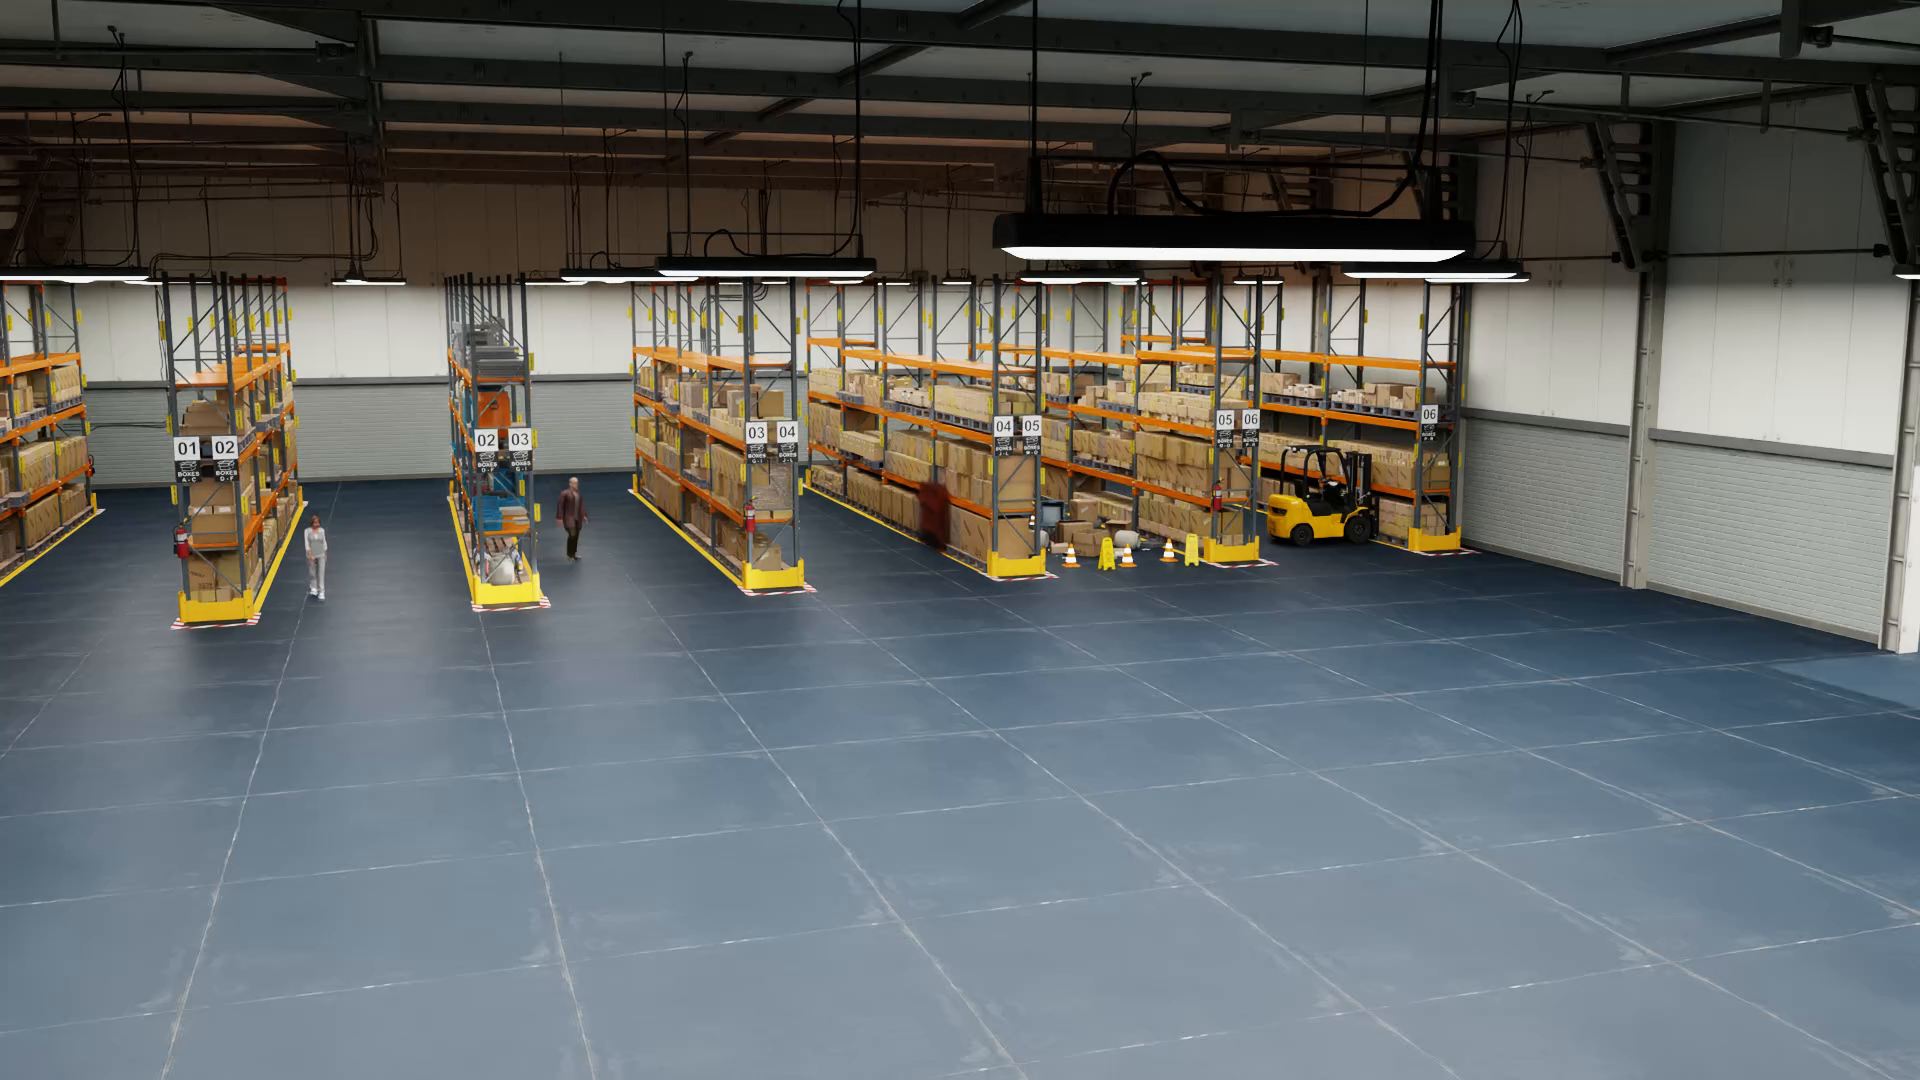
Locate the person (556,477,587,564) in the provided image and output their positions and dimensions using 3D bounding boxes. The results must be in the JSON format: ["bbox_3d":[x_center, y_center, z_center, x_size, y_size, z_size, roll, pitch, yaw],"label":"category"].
[{"bbox_3d":[-8.187,-0.402,34.988,0.592,1.844,0.628,8,12,44],"label":"person"}]

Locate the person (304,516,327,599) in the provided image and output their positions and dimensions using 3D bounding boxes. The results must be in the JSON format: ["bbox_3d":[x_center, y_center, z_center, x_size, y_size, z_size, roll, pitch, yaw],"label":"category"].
[{"bbox_3d":[-11.958,0.312,30.912,0.405,1.505,0.968,-4,10,-27],"label":"person"}]

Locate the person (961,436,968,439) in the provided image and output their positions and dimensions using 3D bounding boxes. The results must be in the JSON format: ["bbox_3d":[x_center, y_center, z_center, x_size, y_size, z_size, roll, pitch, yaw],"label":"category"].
[{"bbox_3d":[0.187,-2.154,46.455,0.458,1.764,0.579,4,10,26],"label":"person"}]
